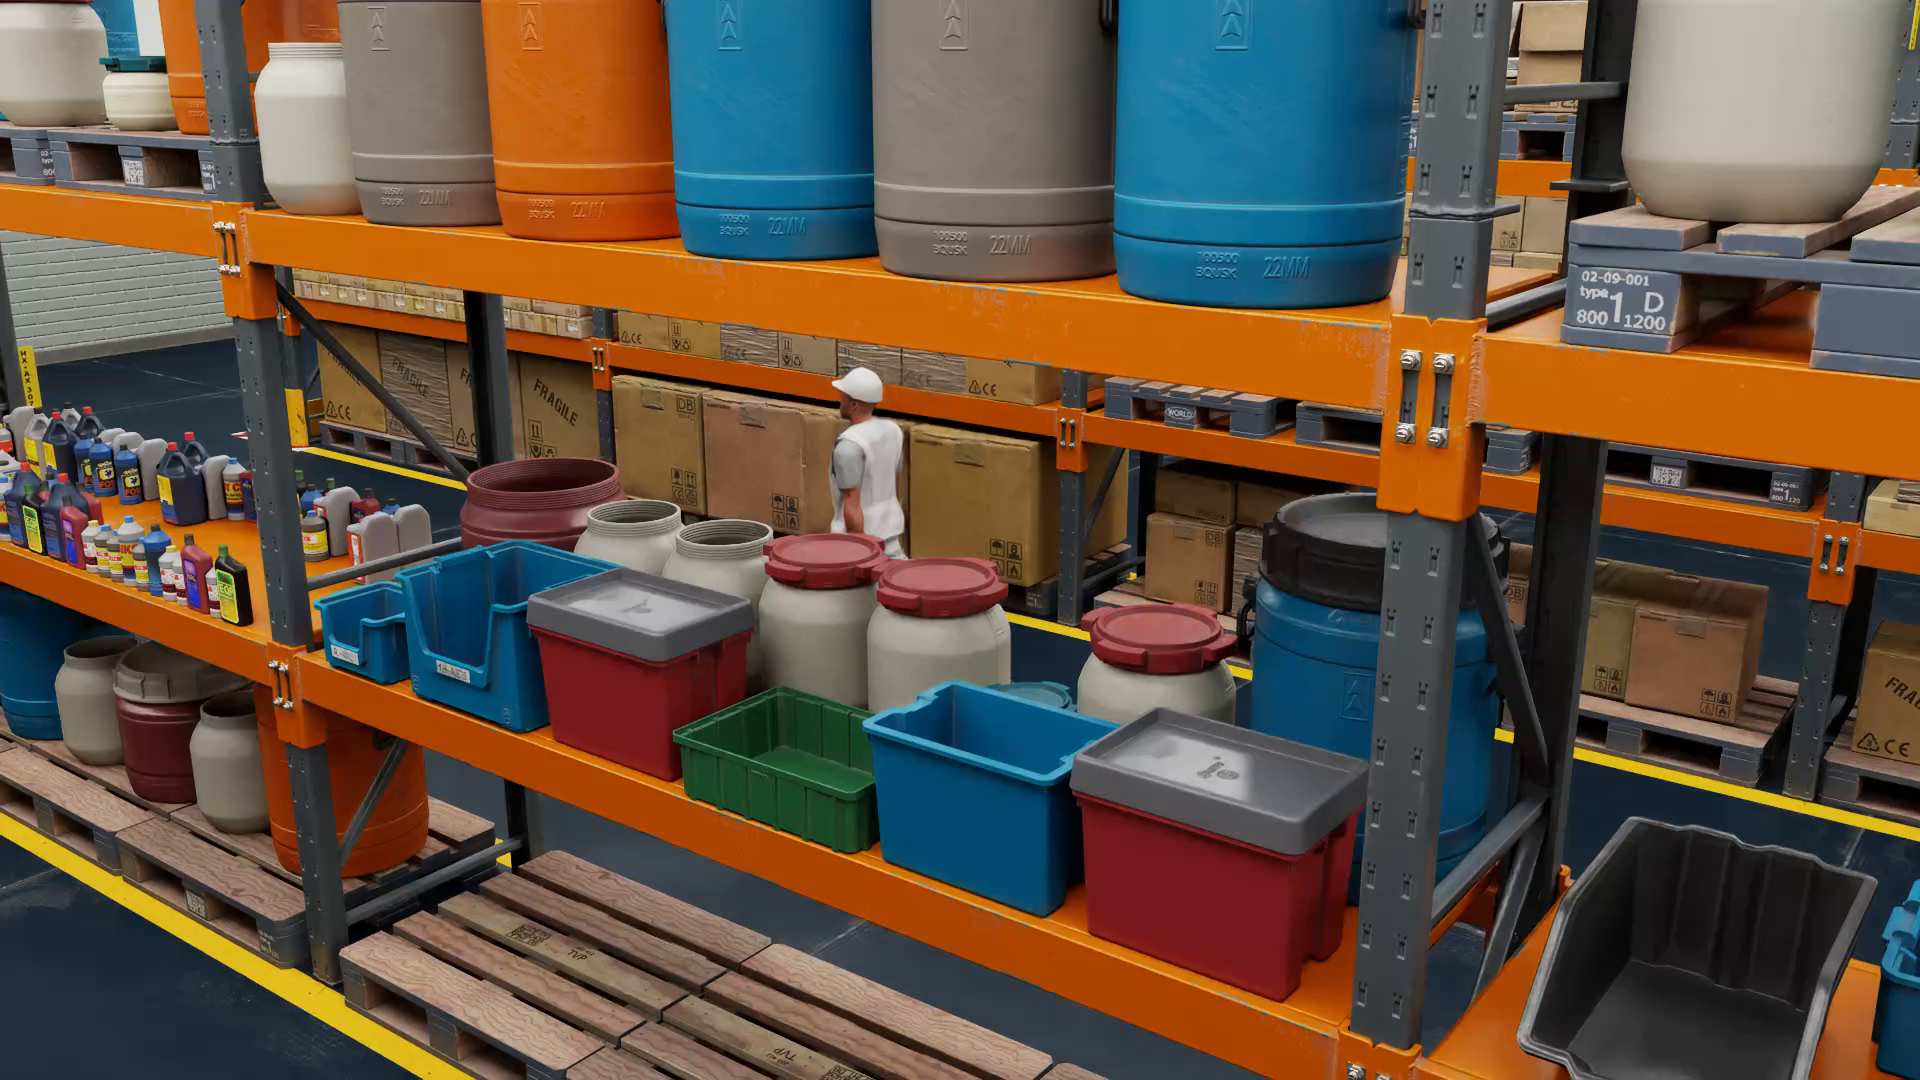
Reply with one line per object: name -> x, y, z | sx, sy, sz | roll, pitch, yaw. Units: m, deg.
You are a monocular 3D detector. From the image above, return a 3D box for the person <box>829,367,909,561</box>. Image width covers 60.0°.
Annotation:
person -> -0.470, -0.021, 8.597 | 1.071, 1.748, 0.519 | 13, 21, 37
